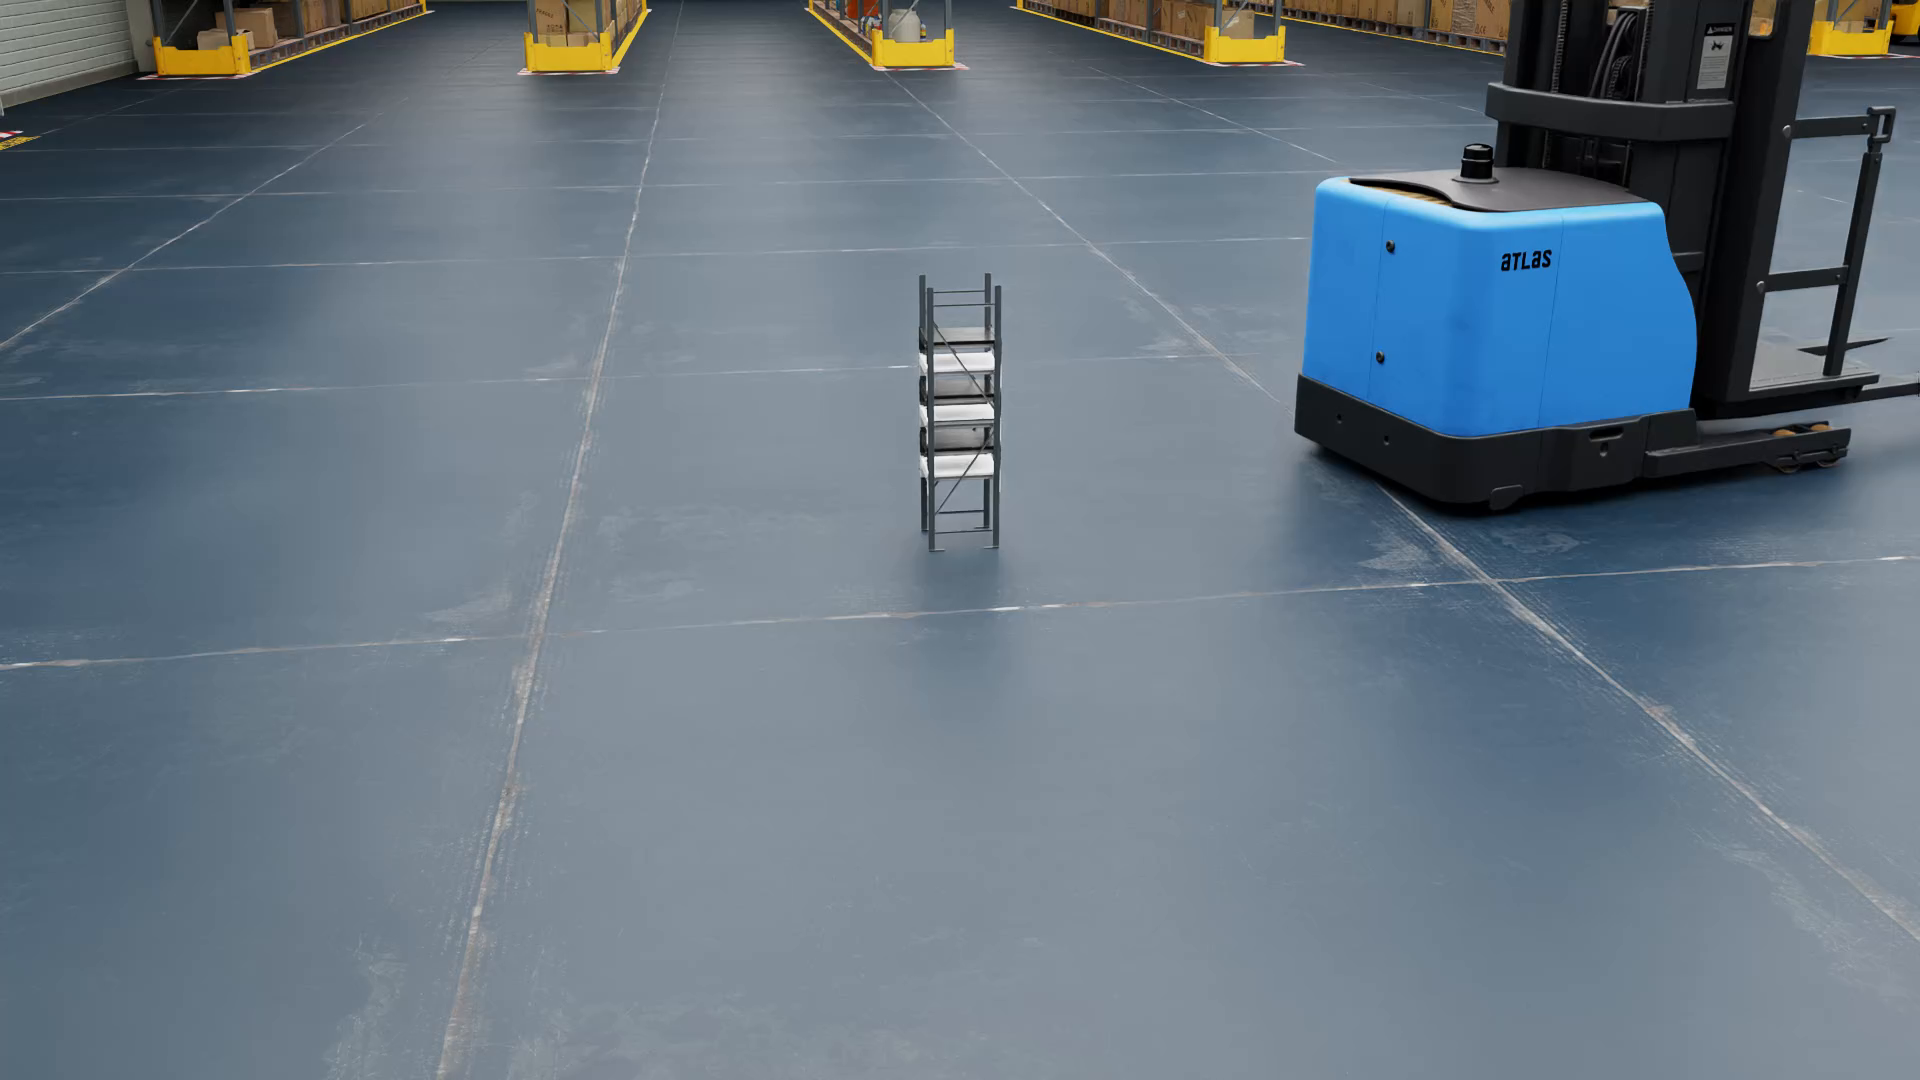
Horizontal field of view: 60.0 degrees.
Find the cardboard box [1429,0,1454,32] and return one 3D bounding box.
[{"bbox_3d":[8.640,-9.162,28.395,0.875,0.875,0.875,-3,21,-7],"label":"cardboard box"}]

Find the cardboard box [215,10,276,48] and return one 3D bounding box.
[{"bbox_3d":[-10.582,-7.565,24.628,0.700,0.500,0.500,-4,21,-11],"label":"cardboard box"}]

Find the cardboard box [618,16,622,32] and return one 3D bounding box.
[{"bbox_3d":[-5.993,-8.706,28.068,0.500,0.250,0.500,-2,21,-6],"label":"cardboard box"}]

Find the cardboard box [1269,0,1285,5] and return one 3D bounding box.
[{"bbox_3d":[7.072,-11.931,36.848,0.380,0.149,0.250,-3,21,-7],"label":"cardboard box"}]

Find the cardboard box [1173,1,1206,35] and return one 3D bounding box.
[{"bbox_3d":[3.804,-8.654,27.571,0.500,0.500,0.500,4,21,9],"label":"cardboard box"}]

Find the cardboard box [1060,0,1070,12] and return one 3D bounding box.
[{"bbox_3d":[2.784,-11.408,34.409,1.225,0.875,0.875,-4,21,-10],"label":"cardboard box"}]

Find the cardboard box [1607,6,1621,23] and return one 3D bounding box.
[{"bbox_3d":[11.177,-8.779,28.309,0.797,0.637,0.503,-3,21,-8],"label":"cardboard box"}]

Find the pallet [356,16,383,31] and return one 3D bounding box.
[{"bbox_3d":[-11.797,-9.994,32.172,1.003,0.211,1.213,-3,21,-8],"label":"pallet"}]

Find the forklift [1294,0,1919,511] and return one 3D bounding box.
[{"bbox_3d":[2.911,-1.792,6.324,3.031,2.935,1.130,-8,22,-21],"label":"forklift"}]

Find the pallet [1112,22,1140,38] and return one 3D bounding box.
[{"bbox_3d":[3.403,-9.353,30.456,1.003,0.211,1.213,-3,21,-8],"label":"pallet"}]

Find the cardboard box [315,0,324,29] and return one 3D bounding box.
[{"bbox_3d":[-11.371,-9.036,28.565,0.700,0.500,0.500,-3,21,-8],"label":"cardboard box"}]

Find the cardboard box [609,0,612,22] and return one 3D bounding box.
[{"bbox_3d":[-5.764,-8.405,26.190,0.500,0.500,0.500,-3,21,-8],"label":"cardboard box"}]

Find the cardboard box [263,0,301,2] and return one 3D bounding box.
[{"bbox_3d":[-11.199,-9.010,27.424,0.500,0.250,0.500,-3,21,-9],"label":"cardboard box"}]

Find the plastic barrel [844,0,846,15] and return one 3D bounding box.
[{"bbox_3d":[-2.032,-10.728,32.999,0.600,0.588,0.708,-3,21,-8],"label":"plastic barrel"}]

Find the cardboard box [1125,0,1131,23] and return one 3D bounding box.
[{"bbox_3d":[3.417,-9.768,30.526,0.700,0.500,0.500,-1,21,-3],"label":"cardboard box"}]

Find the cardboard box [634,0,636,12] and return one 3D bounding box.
[{"bbox_3d":[-6.843,-10.945,33.677,0.500,0.500,0.500,-3,21,-8],"label":"cardboard box"}]

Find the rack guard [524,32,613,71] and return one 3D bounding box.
[{"bbox_3d":[-5.528,-6.904,23.486,1.175,0.500,0.348,-3,21,-8],"label":"rack guard"}]

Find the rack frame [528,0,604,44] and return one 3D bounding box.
[{"bbox_3d":[-5.531,-8.083,23.071,1.000,3.000,0.127,-3,21,-8],"label":"rack frame"}]

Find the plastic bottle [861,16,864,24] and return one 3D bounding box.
[{"bbox_3d":[-1.593,-8.512,27.490,0.097,0.271,0.097,0,20,0],"label":"plastic bottle"}]

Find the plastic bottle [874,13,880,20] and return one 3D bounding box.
[{"bbox_3d":[-1.357,-8.389,27.046,0.144,0.351,0.185,-3,21,-8],"label":"plastic bottle"}]

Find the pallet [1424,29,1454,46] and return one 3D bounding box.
[{"bbox_3d":[8.651,-8.608,28.462,1.003,0.211,1.213,-3,21,-8],"label":"pallet"}]

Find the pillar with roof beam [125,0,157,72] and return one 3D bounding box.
[{"bbox_3d":[-7.129,-11.058,22.462,9.100,9.000,0.400,-3,21,-8],"label":"pillar with roof beam"}]

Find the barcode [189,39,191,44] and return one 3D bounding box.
[{"bbox_3d":[-10.842,-7.013,23.407,0.001,0.075,0.075,-3,21,-8],"label":"barcode"}]

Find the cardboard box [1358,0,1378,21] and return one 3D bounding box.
[{"bbox_3d":[8.170,-10.191,31.331,1.050,0.750,0.750,-3,21,-7],"label":"cardboard box"}]

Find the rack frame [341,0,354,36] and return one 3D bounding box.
[{"bbox_3d":[-11.586,-10.602,29.815,1.000,3.000,0.127,-3,21,-8],"label":"rack frame"}]

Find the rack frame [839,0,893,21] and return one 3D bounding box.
[{"bbox_3d":[-1.782,-11.102,31.153,1.000,3.000,0.127,-3,21,-8],"label":"rack frame"}]

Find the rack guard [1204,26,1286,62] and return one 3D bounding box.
[{"bbox_3d":[4.261,-7.437,24.913,1.175,0.500,0.348,-3,21,-8],"label":"rack guard"}]

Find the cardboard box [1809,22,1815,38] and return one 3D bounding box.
[{"bbox_3d":[13.693,-8.265,26.886,0.500,0.250,0.500,-3,21,-8],"label":"cardboard box"}]

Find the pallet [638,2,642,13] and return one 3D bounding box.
[{"bbox_3d":[-7.711,-12.014,37.582,1.003,0.211,1.213,-3,21,-8],"label":"pallet"}]

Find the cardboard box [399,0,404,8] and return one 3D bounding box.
[{"bbox_3d":[-12.310,-11.629,35.536,0.700,0.500,0.500,-2,21,-6],"label":"cardboard box"}]

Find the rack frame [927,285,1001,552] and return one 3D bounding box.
[{"bbox_3d":[0.013,-0.389,5.472,0.240,0.900,0.006,-3,21,-8],"label":"rack frame"}]

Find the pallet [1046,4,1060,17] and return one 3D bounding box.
[{"bbox_3d":[2.510,-11.697,36.733,1.003,0.211,1.213,-3,21,-8],"label":"pallet"}]

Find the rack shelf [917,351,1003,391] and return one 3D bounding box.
[{"bbox_3d":[-0.001,-0.562,5.515,0.258,0.077,0.200,-3,21,-8],"label":"rack shelf"}]

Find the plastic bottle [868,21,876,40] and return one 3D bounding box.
[{"bbox_3d":[-1.357,-8.012,26.145,0.152,0.276,0.135,-3,21,-9],"label":"plastic bottle"}]

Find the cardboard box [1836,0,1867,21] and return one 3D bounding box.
[{"bbox_3d":[14.232,-8.643,26.827,0.500,0.500,0.500,-4,21,-10],"label":"cardboard box"}]

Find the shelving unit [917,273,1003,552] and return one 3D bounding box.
[{"bbox_3d":[-0.001,-0.424,5.566,0.258,0.900,0.210,-3,21,-8],"label":"shelving unit"}]

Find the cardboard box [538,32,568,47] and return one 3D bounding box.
[{"bbox_3d":[-5.901,-7.163,23.936,0.500,0.250,0.500,-3,21,-8],"label":"cardboard box"}]

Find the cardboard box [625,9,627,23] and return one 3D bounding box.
[{"bbox_3d":[-6.367,-9.592,30.440,0.500,0.250,0.500,-2,21,-6],"label":"cardboard box"}]

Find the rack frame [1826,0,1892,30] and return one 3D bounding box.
[{"bbox_3d":[14.079,-9.081,25.744,1.000,3.000,0.127,-3,21,-8],"label":"rack frame"}]

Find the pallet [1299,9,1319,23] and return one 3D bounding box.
[{"bbox_3d":[7.758,-10.952,34.738,1.003,0.211,1.213,-3,21,-8],"label":"pallet"}]

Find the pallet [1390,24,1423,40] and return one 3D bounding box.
[{"bbox_3d":[8.433,-9.139,29.882,1.003,0.211,1.213,-3,21,-8],"label":"pallet"}]

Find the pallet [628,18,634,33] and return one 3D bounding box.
[{"bbox_3d":[-6.755,-9.807,31.672,1.003,0.211,1.213,-3,21,-8],"label":"pallet"}]

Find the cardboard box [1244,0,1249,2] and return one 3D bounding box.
[{"bbox_3d":[6.818,-12.560,38.531,0.380,0.149,0.250,-4,21,-10],"label":"cardboard box"}]

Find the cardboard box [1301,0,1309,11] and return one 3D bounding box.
[{"bbox_3d":[7.476,-11.344,34.775,0.500,0.500,0.500,-3,21,-7],"label":"cardboard box"}]

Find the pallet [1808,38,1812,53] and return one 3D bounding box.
[{"bbox_3d":[13.986,-8.084,27.060,1.003,0.211,1.213,-3,21,-8],"label":"pallet"}]

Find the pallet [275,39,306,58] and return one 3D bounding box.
[{"bbox_3d":[-10.877,-7.680,25.977,1.003,0.211,1.213,-3,21,-8],"label":"pallet"}]

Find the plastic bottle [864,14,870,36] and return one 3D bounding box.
[{"bbox_3d":[-1.473,-8.316,26.852,0.144,0.351,0.185,-4,21,-10],"label":"plastic bottle"}]

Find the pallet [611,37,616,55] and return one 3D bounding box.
[{"bbox_3d":[-6.035,-7.884,26.524,1.003,0.211,1.213,-3,21,-8],"label":"pallet"}]

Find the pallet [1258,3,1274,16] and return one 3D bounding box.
[{"bbox_3d":[7.333,-11.876,37.211,1.003,0.211,1.213,-3,21,-8],"label":"pallet"}]

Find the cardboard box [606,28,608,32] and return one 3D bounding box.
[{"bbox_3d":[-5.536,-7.535,24.932,0.500,0.250,0.500,-3,21,-8],"label":"cardboard box"}]

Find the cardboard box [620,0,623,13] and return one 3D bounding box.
[{"bbox_3d":[-6.144,-9.327,28.930,0.500,0.311,0.500,-2,21,-6],"label":"cardboard box"}]
